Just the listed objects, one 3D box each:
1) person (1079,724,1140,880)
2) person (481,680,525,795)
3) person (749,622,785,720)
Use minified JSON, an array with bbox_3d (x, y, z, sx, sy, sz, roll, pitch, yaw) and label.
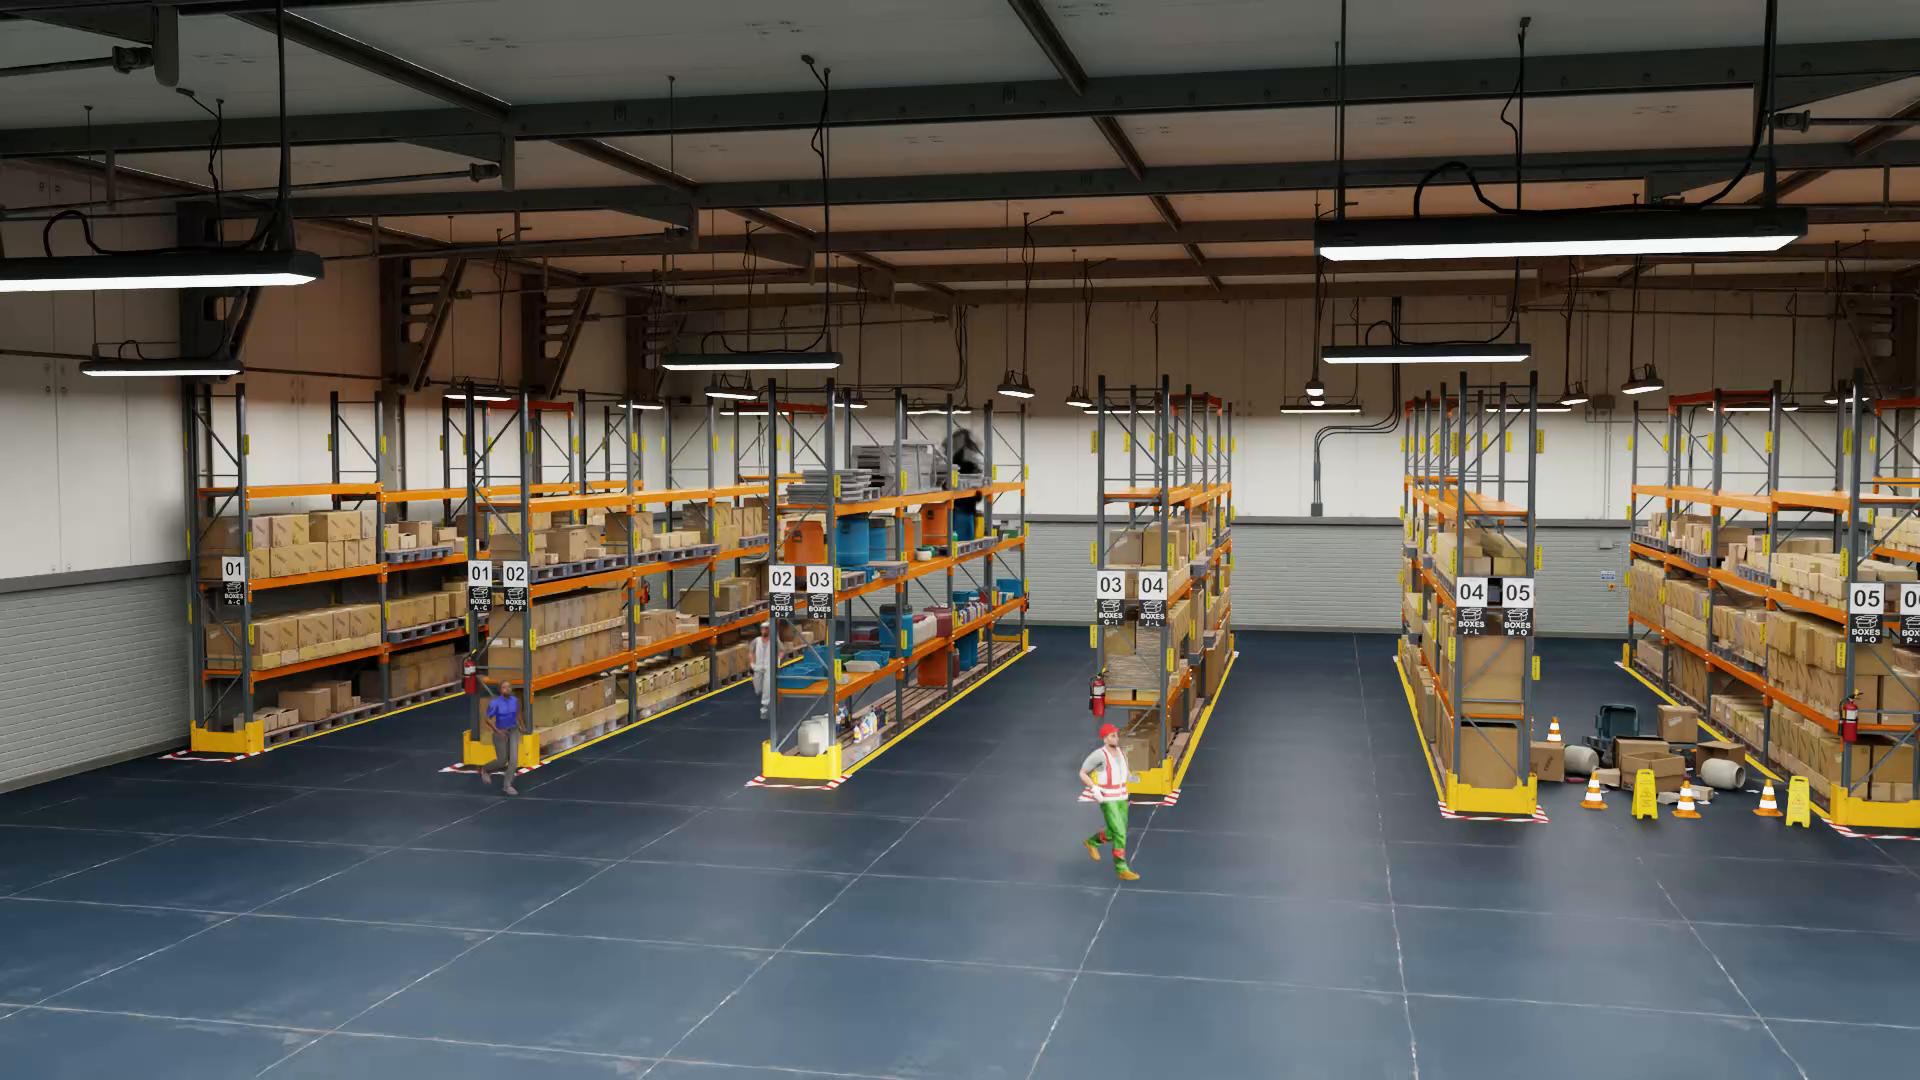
[{"bbox_3d":[1.742,3.012,19.302,0.670,1.765,0.914,-3,5,-44],"label":"person"},{"bbox_3d":[-6.590,2.831,24.032,0.658,1.638,0.581,3,4,43],"label":"person"},{"bbox_3d":[-3.597,2.395,30.701,0.642,1.752,0.827,0,3,6],"label":"person"}]
